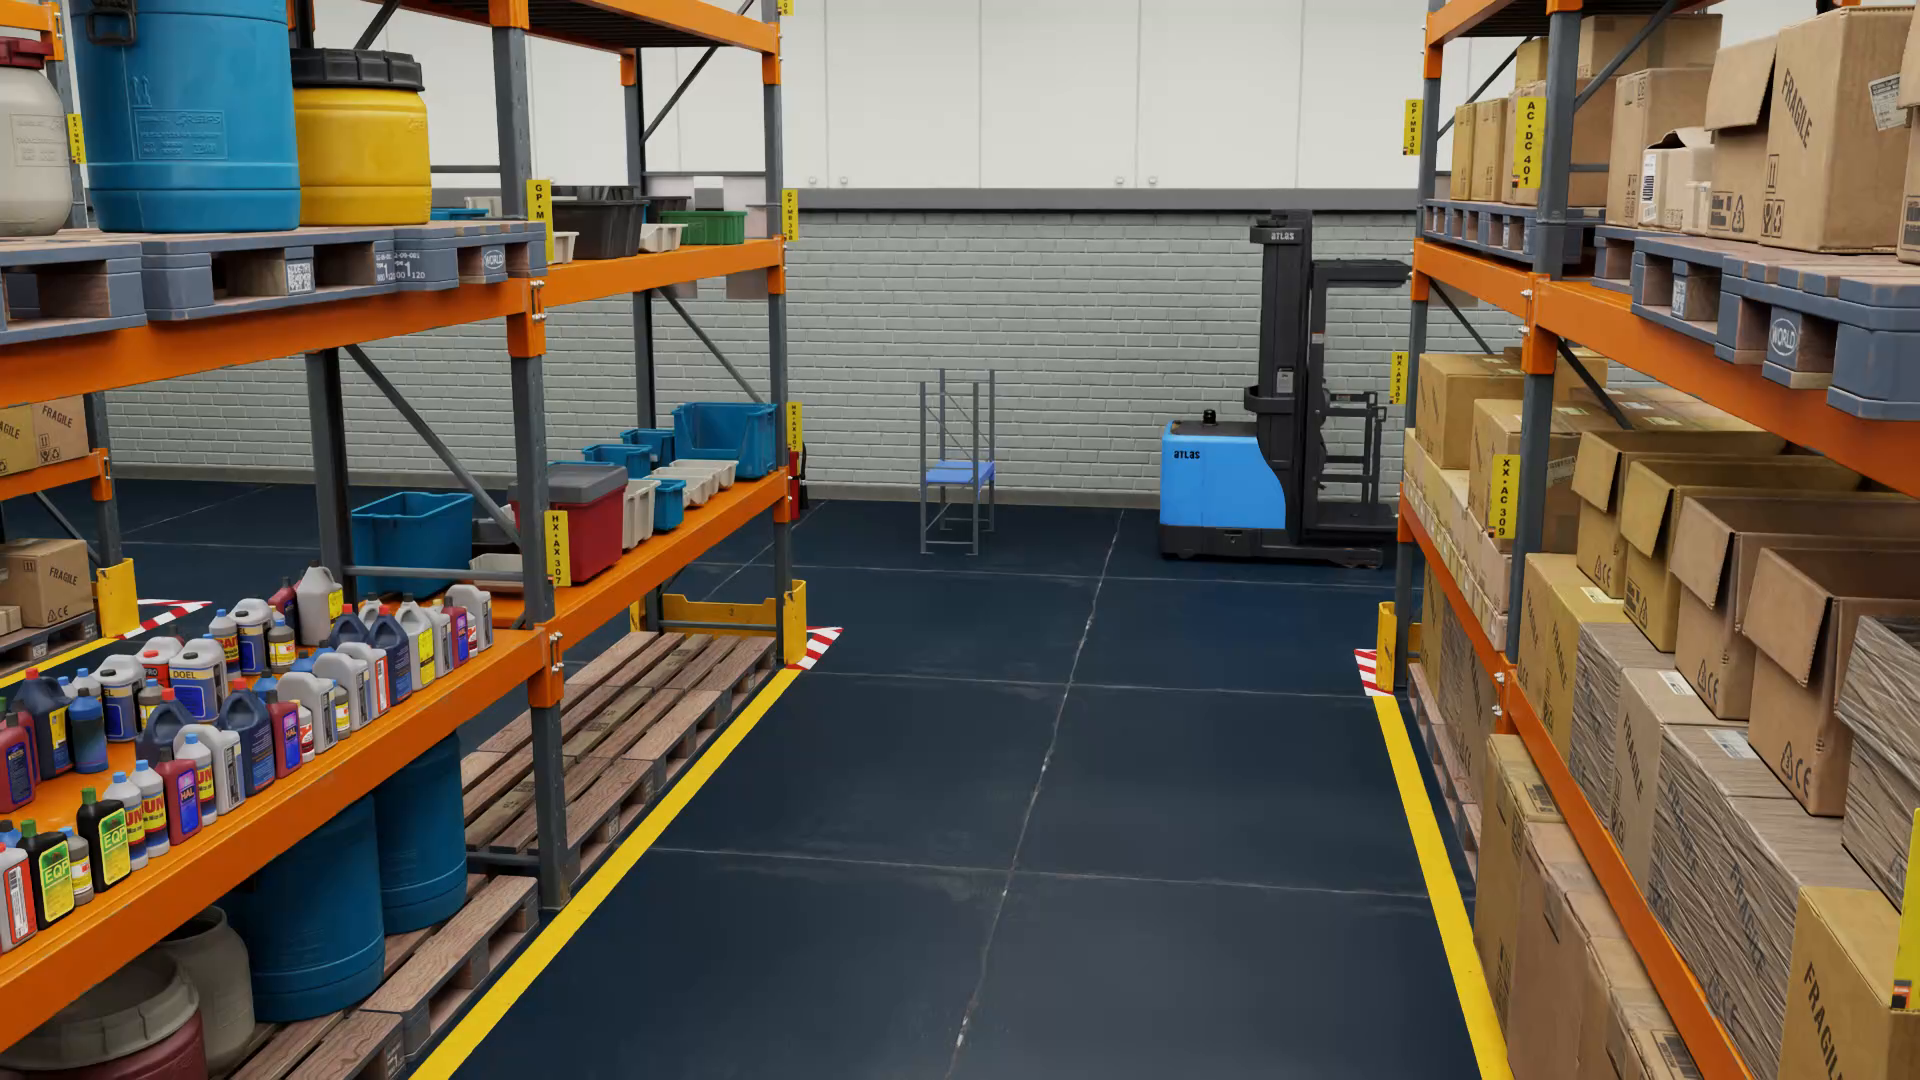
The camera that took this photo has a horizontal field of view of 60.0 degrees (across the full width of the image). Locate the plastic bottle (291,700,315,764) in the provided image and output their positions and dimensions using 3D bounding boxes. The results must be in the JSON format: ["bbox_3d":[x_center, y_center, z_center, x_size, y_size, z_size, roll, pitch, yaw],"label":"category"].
[{"bbox_3d":[-2.172,0.624,5.447,0.097,0.201,0.097,0,12,0],"label":"plastic bottle"}]

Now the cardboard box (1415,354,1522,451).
[{"bbox_3d":[2.842,-0.763,9.284,0.500,0.500,0.500,2,12,7],"label":"cardboard box"}]

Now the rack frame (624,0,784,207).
[{"bbox_3d":[-1.635,-3.613,10.397,1.000,3.000,0.127,2,12,9],"label":"rack frame"}]

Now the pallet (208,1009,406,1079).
[{"bbox_3d":[-2.595,1.930,5.539,1.003,0.211,1.213,2,12,9],"label":"pallet"}]

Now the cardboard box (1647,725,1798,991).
[{"bbox_3d":[2.019,0.774,4.043,0.500,0.500,0.500,1,12,7],"label":"cardboard box"}]

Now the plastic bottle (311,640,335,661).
[{"bbox_3d":[-2.251,0.489,5.911,0.097,0.271,0.097,0,12,0],"label":"plastic bottle"}]

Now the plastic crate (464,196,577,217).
[{"bbox_3d":[-2.281,-1.637,8.631,0.437,0.282,0.530,2,12,9],"label":"plastic crate"}]

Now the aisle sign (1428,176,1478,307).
[{"bbox_3d":[2.974,-1.815,10.125,0.394,0.787,0.004,2,12,9],"label":"aisle sign"}]

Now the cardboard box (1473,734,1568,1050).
[{"bbox_3d":[2.565,1.280,5.979,1.225,0.875,0.875,2,12,9],"label":"cardboard box"}]

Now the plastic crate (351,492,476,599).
[{"bbox_3d":[-2.515,0.023,7.663,0.392,0.384,0.575,2,12,9],"label":"plastic crate"}]

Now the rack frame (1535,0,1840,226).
[{"bbox_3d":[2.644,-2.620,5.789,1.000,3.000,0.127,2,12,9],"label":"rack frame"}]

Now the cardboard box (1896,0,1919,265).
[{"bbox_3d":[2.051,-0.706,2.786,0.797,0.503,0.637,3,12,12],"label":"cardboard box"}]

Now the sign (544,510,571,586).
[{"bbox_3d":[-1.707,0.035,7.052,0.100,0.325,0.005,2,12,9],"label":"sign"}]

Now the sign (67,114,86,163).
[{"bbox_3d":[-5.983,-2.718,11.266,0.100,0.325,0.005,2,12,9],"label":"sign"}]

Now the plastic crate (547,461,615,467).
[{"bbox_3d":[-2.201,-0.313,9.580,0.416,0.233,0.300,2,12,9],"label":"plastic crate"}]

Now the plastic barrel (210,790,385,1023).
[{"bbox_3d":[-2.459,1.233,6.136,0.600,0.901,0.708,2,12,9],"label":"plastic barrel"}]

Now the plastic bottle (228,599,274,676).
[{"bbox_3d":[-2.754,0.373,6.435,0.152,0.276,0.135,2,12,9],"label":"plastic bottle"}]

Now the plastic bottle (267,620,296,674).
[{"bbox_3d":[-2.628,0.410,6.443,0.097,0.201,0.097,0,12,0],"label":"plastic bottle"}]

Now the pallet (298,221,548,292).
[{"bbox_3d":[-2.274,-1.055,6.098,1.213,0.211,1.003,2,12,9],"label":"pallet"}]

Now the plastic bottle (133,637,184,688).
[{"bbox_3d":[-2.840,0.490,5.895,0.152,0.276,0.135,2,12,9],"label":"plastic bottle"}]

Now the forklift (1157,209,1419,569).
[{"bbox_3d":[3.256,-1.312,14.123,3.031,2.935,1.130,2,12,9],"label":"forklift"}]

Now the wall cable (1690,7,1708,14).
[{"bbox_3d":[7.534,-6.090,14.257,2.277,5.999,0.120,2,12,9],"label":"wall cable"}]

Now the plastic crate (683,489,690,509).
[{"bbox_3d":[-1.686,-0.224,9.397,0.298,0.136,0.250,2,12,9],"label":"plastic crate"}]

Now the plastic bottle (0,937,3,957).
[{"bbox_3d":[-2.384,0.896,3.994,0.061,0.283,0.133,2,12,9],"label":"plastic bottle"}]

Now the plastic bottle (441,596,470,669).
[{"bbox_3d":[-1.982,0.352,6.518,0.061,0.283,0.133,2,12,9],"label":"plastic bottle"}]

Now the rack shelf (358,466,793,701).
[{"bbox_3d":[-1.942,0.088,9.173,1.077,0.370,4.000,2,12,9],"label":"rack shelf"}]

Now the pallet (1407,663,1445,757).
[{"bbox_3d":[3.213,1.013,9.794,1.003,0.211,1.213,2,12,9],"label":"pallet"}]

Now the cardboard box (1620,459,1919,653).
[{"bbox_3d":[2.437,0.049,5.025,0.797,0.503,0.637,2,12,9],"label":"cardboard box"}]

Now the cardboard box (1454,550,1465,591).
[{"bbox_3d":[2.525,0.147,7.785,0.380,0.149,0.250,2,12,10],"label":"cardboard box"}]

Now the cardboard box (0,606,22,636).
[{"bbox_3d":[-6.520,0.531,11.090,0.380,0.166,0.250,2,12,9],"label":"cardboard box"}]

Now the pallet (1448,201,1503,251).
[{"bbox_3d":[2.970,-1.533,8.078,1.003,0.211,1.213,2,12,9],"label":"pallet"}]

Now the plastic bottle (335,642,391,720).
[{"bbox_3d":[-2.125,0.487,5.909,0.152,0.276,0.135,2,12,9],"label":"plastic bottle"}]

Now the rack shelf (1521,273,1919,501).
[{"bbox_3d":[2.336,-0.385,4.249,1.077,0.370,4.000,2,12,9],"label":"rack shelf"}]

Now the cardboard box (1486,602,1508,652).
[{"bbox_3d":[2.367,0.362,6.791,0.380,0.149,0.250,2,12,9],"label":"cardboard box"}]

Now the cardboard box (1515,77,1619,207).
[{"bbox_3d":[2.705,-1.621,6.805,0.700,0.500,0.500,1,12,5],"label":"cardboard box"}]

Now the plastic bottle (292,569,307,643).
[{"bbox_3d":[-2.728,0.272,6.888,0.061,0.283,0.133,2,12,9],"label":"plastic bottle"}]

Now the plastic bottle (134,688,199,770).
[{"bbox_3d":[-2.409,0.631,5.063,0.144,0.351,0.185,2,12,9],"label":"plastic bottle"}]

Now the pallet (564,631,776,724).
[{"bbox_3d":[-1.800,0.853,10.532,1.003,0.211,1.213,2,12,9],"label":"pallet"}]

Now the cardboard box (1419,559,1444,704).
[{"bbox_3d":[3.240,0.450,9.834,0.875,0.875,0.875,2,12,9],"label":"cardboard box"}]

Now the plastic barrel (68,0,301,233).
[{"bbox_3d":[-2.361,-1.404,5.081,0.600,0.901,0.708,2,12,9],"label":"plastic barrel"}]

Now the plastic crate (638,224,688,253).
[{"bbox_3d":[-1.708,-1.579,8.708,0.437,0.136,0.530,2,12,9],"label":"plastic crate"}]

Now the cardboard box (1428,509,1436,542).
[{"bbox_3d":[2.683,-0.066,8.776,0.380,0.149,0.250,2,12,8],"label":"cardboard box"}]

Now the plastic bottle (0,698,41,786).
[{"bbox_3d":[-2.940,0.642,5.171,0.061,0.283,0.133,2,12,9],"label":"plastic bottle"}]

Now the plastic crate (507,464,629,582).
[{"bbox_3d":[-1.865,-0.086,7.977,0.402,0.464,0.583,2,12,9],"label":"plastic crate"}]

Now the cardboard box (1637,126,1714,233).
[{"bbox_3d":[2.386,-1.090,5.024,0.500,0.311,0.500,1,12,7],"label":"cardboard box"}]

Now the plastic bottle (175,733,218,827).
[{"bbox_3d":[-2.257,0.705,4.908,0.097,0.271,0.097,0,12,0],"label":"plastic bottle"}]

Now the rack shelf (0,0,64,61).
[{"bbox_3d":[-6.836,-3.004,9.290,1.077,0.370,4.000,2,12,9],"label":"rack shelf"}]

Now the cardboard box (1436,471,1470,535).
[{"bbox_3d":[2.689,-0.179,8.353,0.500,0.250,0.500,2,12,8],"label":"cardboard box"}]

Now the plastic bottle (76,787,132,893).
[{"bbox_3d":[-2.307,0.792,4.476,0.061,0.283,0.133,2,12,9],"label":"plastic bottle"}]

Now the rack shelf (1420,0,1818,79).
[{"bbox_3d":[2.952,-2.489,7.839,1.077,0.370,4.000,2,12,9],"label":"rack shelf"}]

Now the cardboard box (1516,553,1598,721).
[{"bbox_3d":[2.326,0.352,6.004,0.500,0.500,0.500,2,12,9],"label":"cardboard box"}]

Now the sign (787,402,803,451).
[{"bbox_3d":[-1.089,-0.745,10.945,0.100,0.325,0.005,2,12,9],"label":"sign"}]

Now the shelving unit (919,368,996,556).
[{"bbox_3d":[-0.013,-0.715,14.753,0.538,1.500,1.048,2,12,9],"label":"shelving unit"}]

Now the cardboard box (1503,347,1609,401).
[{"bbox_3d":[3.444,-0.848,9.680,0.500,0.500,0.500,2,12,9],"label":"cardboard box"}]

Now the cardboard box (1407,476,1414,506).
[{"bbox_3d":[2.840,-0.280,9.770,0.380,0.149,0.250,2,12,8],"label":"cardboard box"}]

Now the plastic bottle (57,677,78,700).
[{"bbox_3d":[-2.936,0.584,5.469,0.097,0.271,0.097,0,12,0],"label":"plastic bottle"}]
